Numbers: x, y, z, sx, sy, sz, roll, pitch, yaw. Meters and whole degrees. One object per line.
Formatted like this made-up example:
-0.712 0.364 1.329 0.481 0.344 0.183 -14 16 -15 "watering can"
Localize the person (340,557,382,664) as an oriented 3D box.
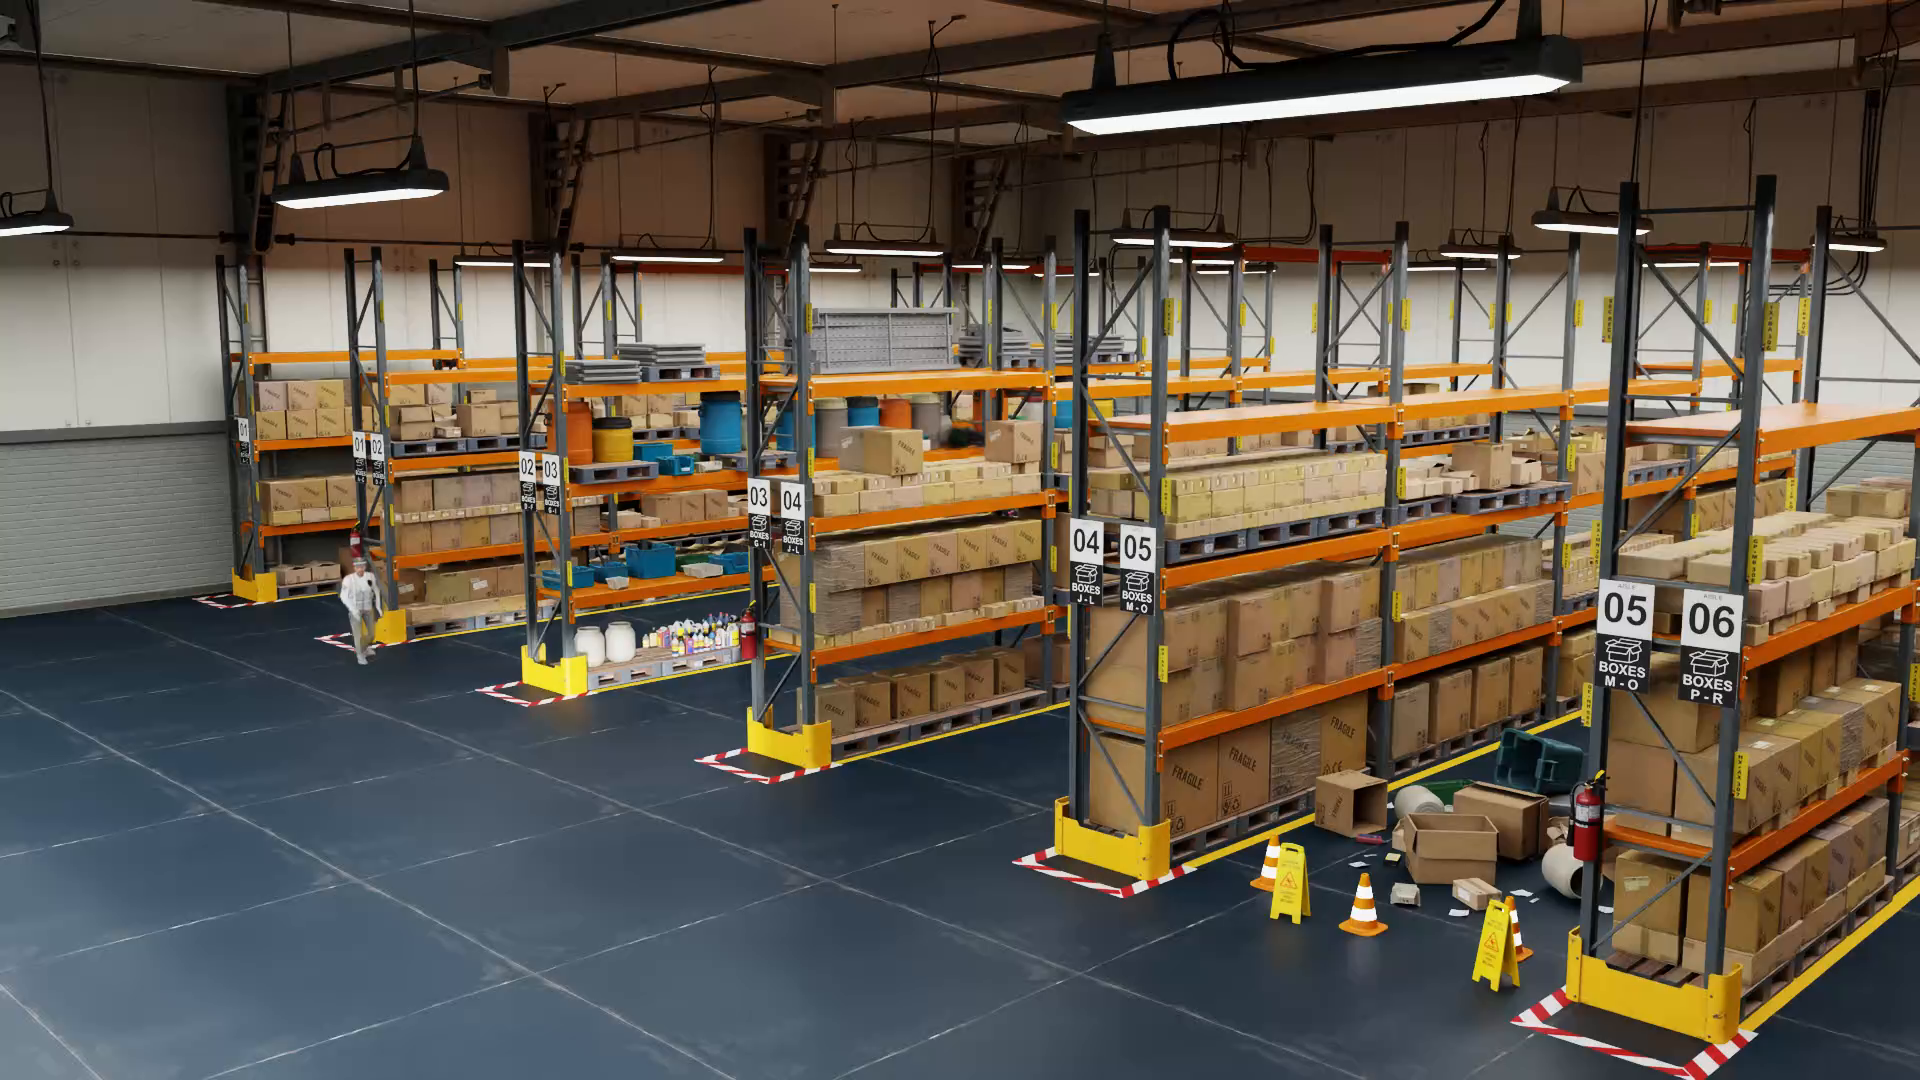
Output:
-8.637 0.995 23.899 0.576 1.601 0.716 -6 10 -38 "person"
